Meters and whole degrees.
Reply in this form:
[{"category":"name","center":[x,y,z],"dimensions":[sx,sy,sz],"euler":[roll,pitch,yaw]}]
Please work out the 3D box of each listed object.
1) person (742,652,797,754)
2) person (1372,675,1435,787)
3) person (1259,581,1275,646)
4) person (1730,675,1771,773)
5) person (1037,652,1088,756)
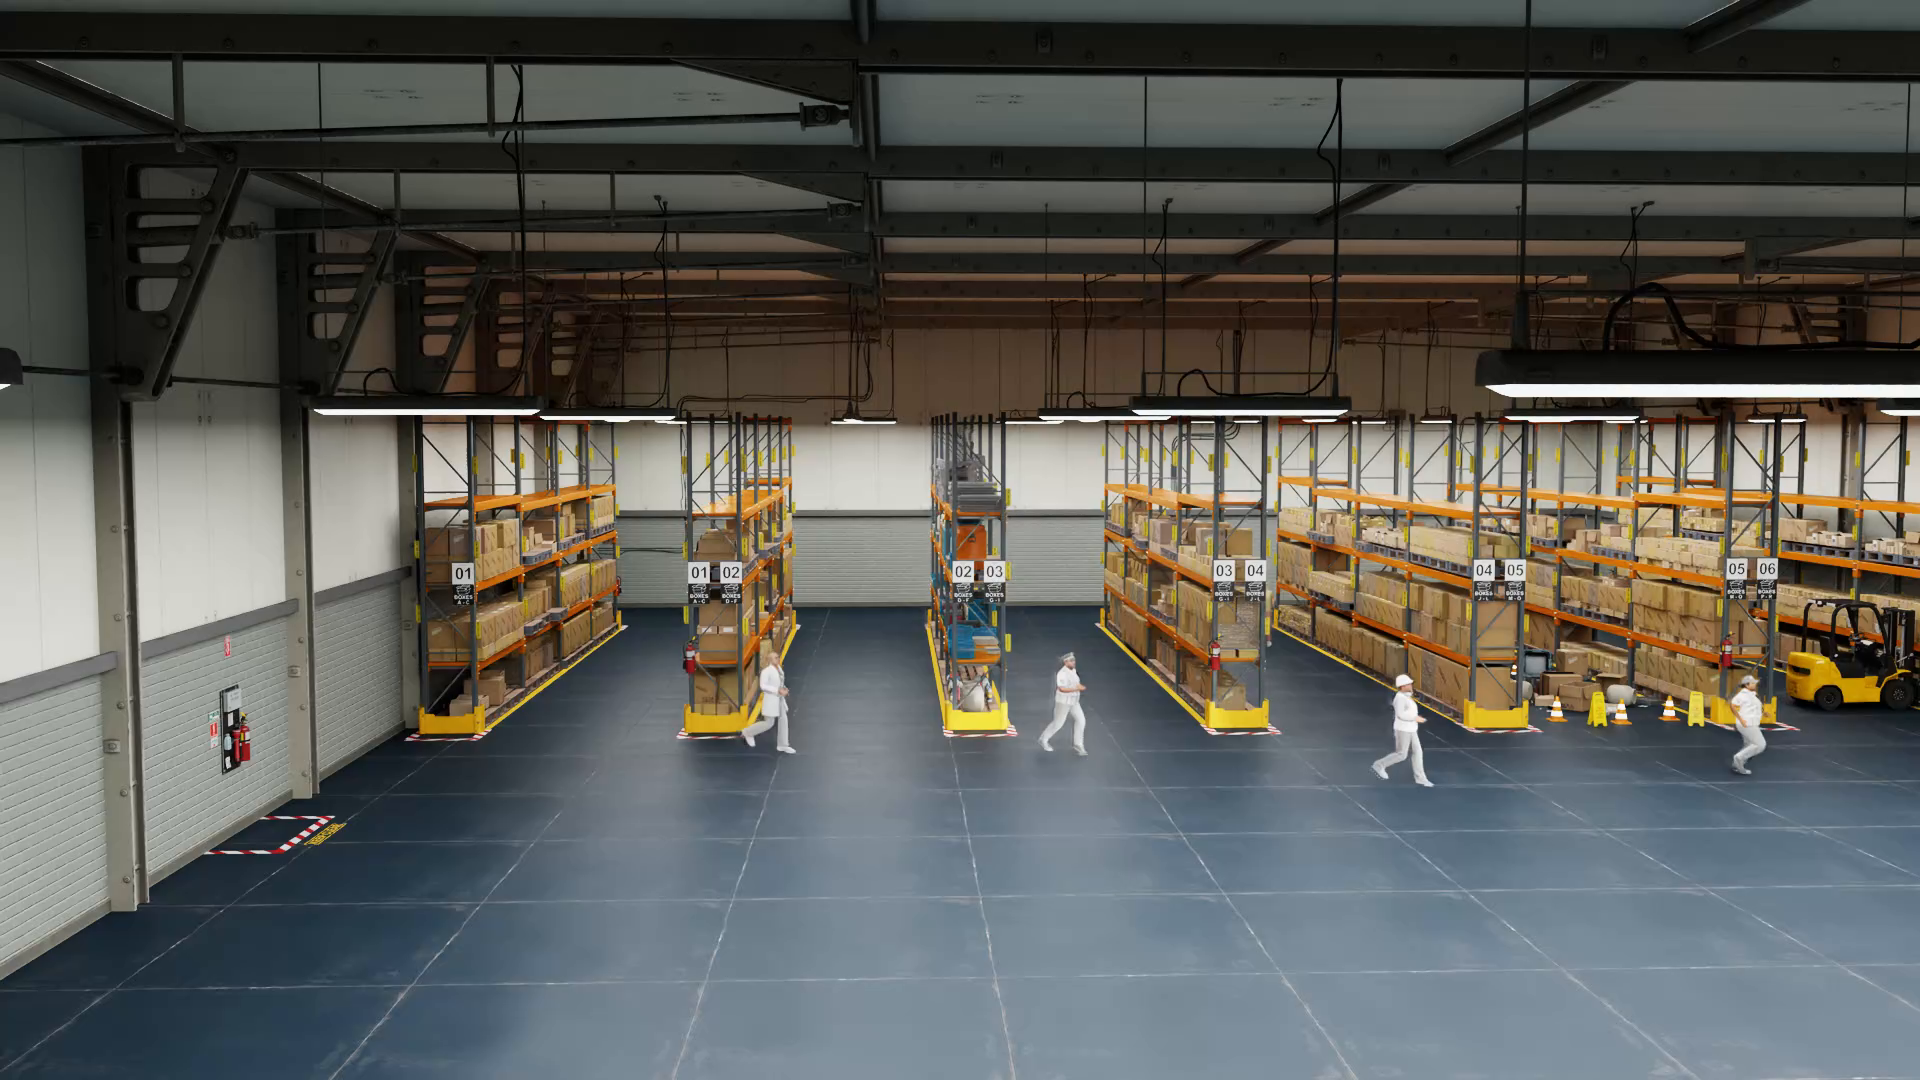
[{"category":"person","center":[-3.330,2.852,29.289],"dimensions":[0.990,1.783,0.719],"euler":[2,4,25]},{"category":"person","center":[7.084,3.032,26.508],"dimensions":[0.963,1.778,0.673],"euler":[2,4,26]},{"category":"person","center":[7.986,1.899,43.555],"dimensions":[0.569,1.665,0.959],"euler":[0,4,0]},{"category":"person","center":[13.003,3.042,27.332],"dimensions":[0.574,1.626,0.593],"euler":[3,5,37]},{"category":"person","center":[1.830,2.862,29.102],"dimensions":[0.927,1.842,0.652],"euler":[3,5,35]}]
